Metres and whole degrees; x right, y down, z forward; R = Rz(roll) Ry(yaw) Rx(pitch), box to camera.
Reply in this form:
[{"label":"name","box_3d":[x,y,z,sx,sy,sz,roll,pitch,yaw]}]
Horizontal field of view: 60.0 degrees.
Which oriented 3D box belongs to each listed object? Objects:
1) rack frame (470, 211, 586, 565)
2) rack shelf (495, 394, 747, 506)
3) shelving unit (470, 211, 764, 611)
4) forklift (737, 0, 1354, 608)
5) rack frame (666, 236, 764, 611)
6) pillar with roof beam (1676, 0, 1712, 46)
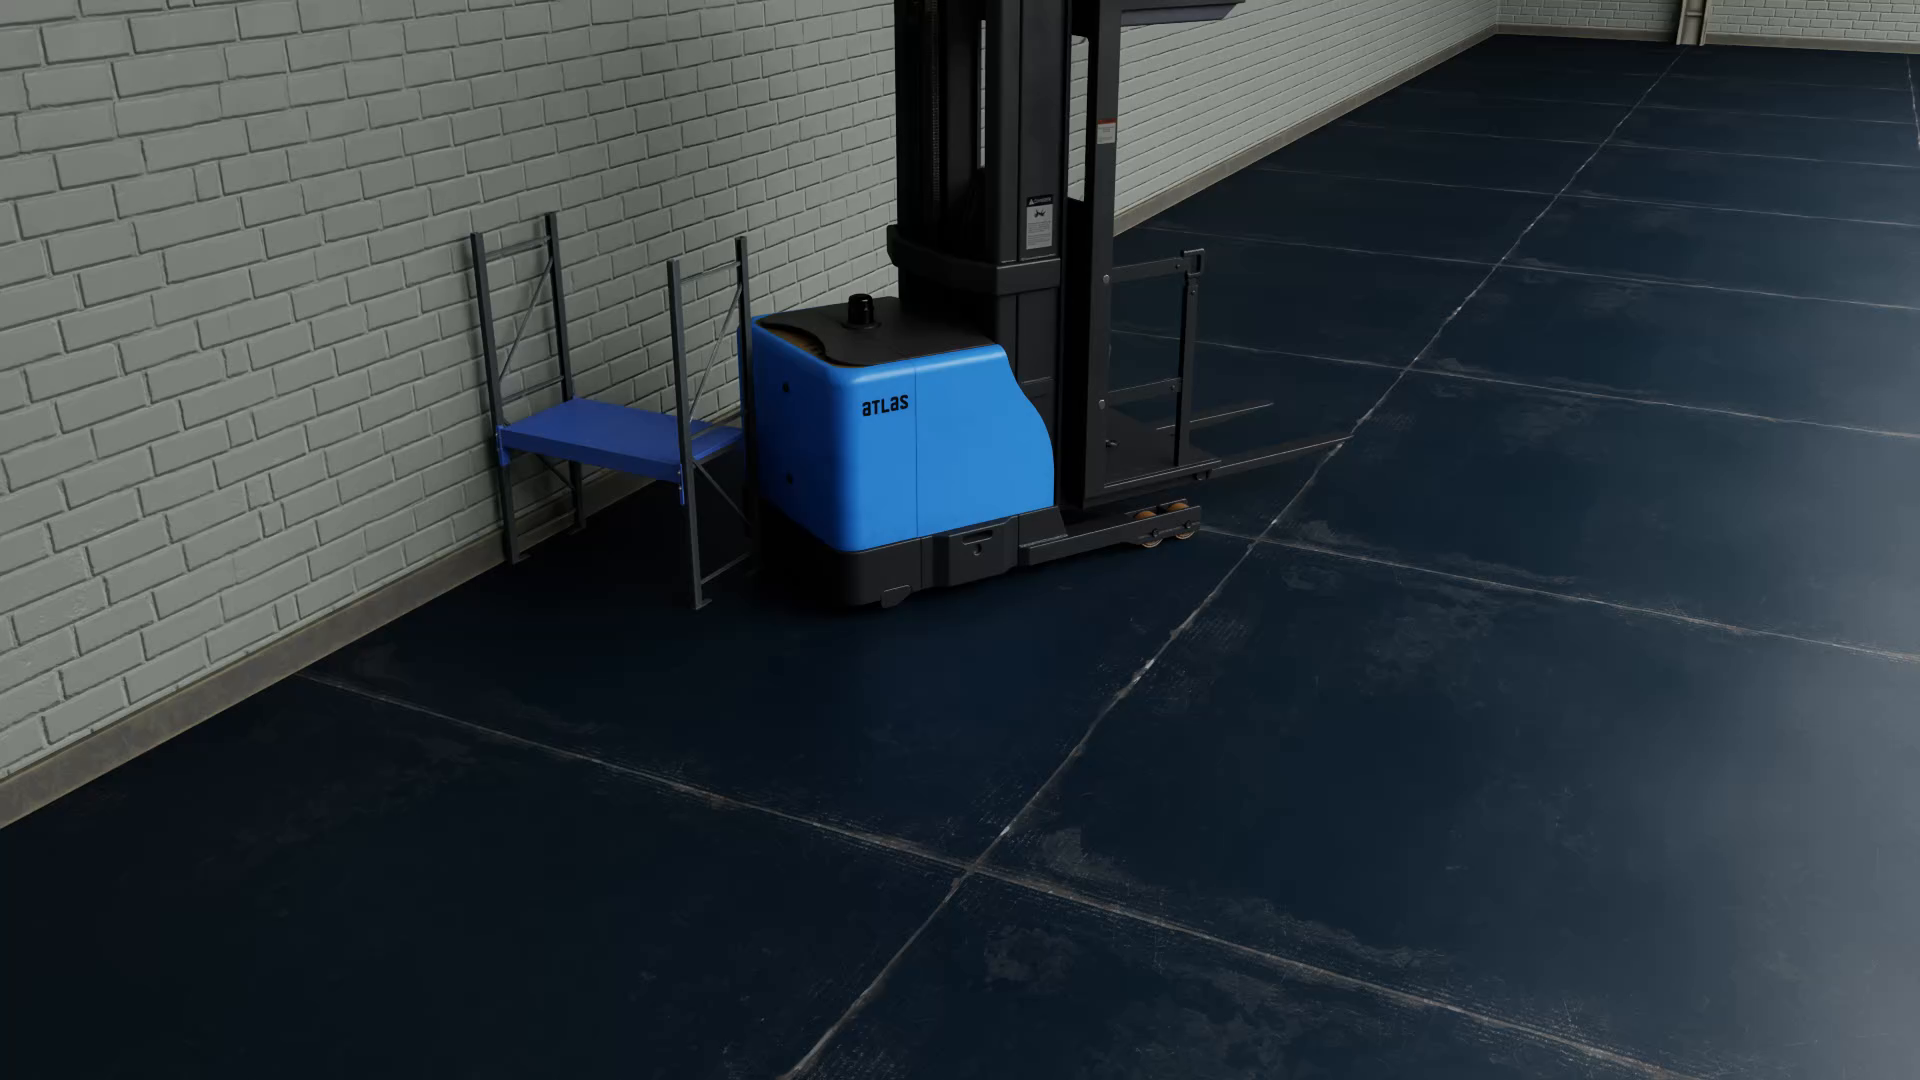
[{"label":"rack frame","box_3d":[-1.906,-0.667,7.403,0.032,1.500,0.500,12,26,26]},{"label":"rack shelf","box_3d":[-1.459,-0.407,7.251,1.000,0.185,0.538,12,26,26]},{"label":"shelving unit","box_3d":[-1.459,-0.573,7.181,1.048,1.500,0.538,12,26,26]},{"label":"forklift","box_3d":[0.531,-1.476,7.475,3.031,2.935,1.130,-13,26,-29]},{"label":"rack frame","box_3d":[-1.011,-0.479,6.959,0.032,1.500,0.500,12,26,26]},{"label":"pillar with roof beam","box_3d":[9.460,-10.386,20.673,0.400,9.000,9.100,11,25,25]}]
